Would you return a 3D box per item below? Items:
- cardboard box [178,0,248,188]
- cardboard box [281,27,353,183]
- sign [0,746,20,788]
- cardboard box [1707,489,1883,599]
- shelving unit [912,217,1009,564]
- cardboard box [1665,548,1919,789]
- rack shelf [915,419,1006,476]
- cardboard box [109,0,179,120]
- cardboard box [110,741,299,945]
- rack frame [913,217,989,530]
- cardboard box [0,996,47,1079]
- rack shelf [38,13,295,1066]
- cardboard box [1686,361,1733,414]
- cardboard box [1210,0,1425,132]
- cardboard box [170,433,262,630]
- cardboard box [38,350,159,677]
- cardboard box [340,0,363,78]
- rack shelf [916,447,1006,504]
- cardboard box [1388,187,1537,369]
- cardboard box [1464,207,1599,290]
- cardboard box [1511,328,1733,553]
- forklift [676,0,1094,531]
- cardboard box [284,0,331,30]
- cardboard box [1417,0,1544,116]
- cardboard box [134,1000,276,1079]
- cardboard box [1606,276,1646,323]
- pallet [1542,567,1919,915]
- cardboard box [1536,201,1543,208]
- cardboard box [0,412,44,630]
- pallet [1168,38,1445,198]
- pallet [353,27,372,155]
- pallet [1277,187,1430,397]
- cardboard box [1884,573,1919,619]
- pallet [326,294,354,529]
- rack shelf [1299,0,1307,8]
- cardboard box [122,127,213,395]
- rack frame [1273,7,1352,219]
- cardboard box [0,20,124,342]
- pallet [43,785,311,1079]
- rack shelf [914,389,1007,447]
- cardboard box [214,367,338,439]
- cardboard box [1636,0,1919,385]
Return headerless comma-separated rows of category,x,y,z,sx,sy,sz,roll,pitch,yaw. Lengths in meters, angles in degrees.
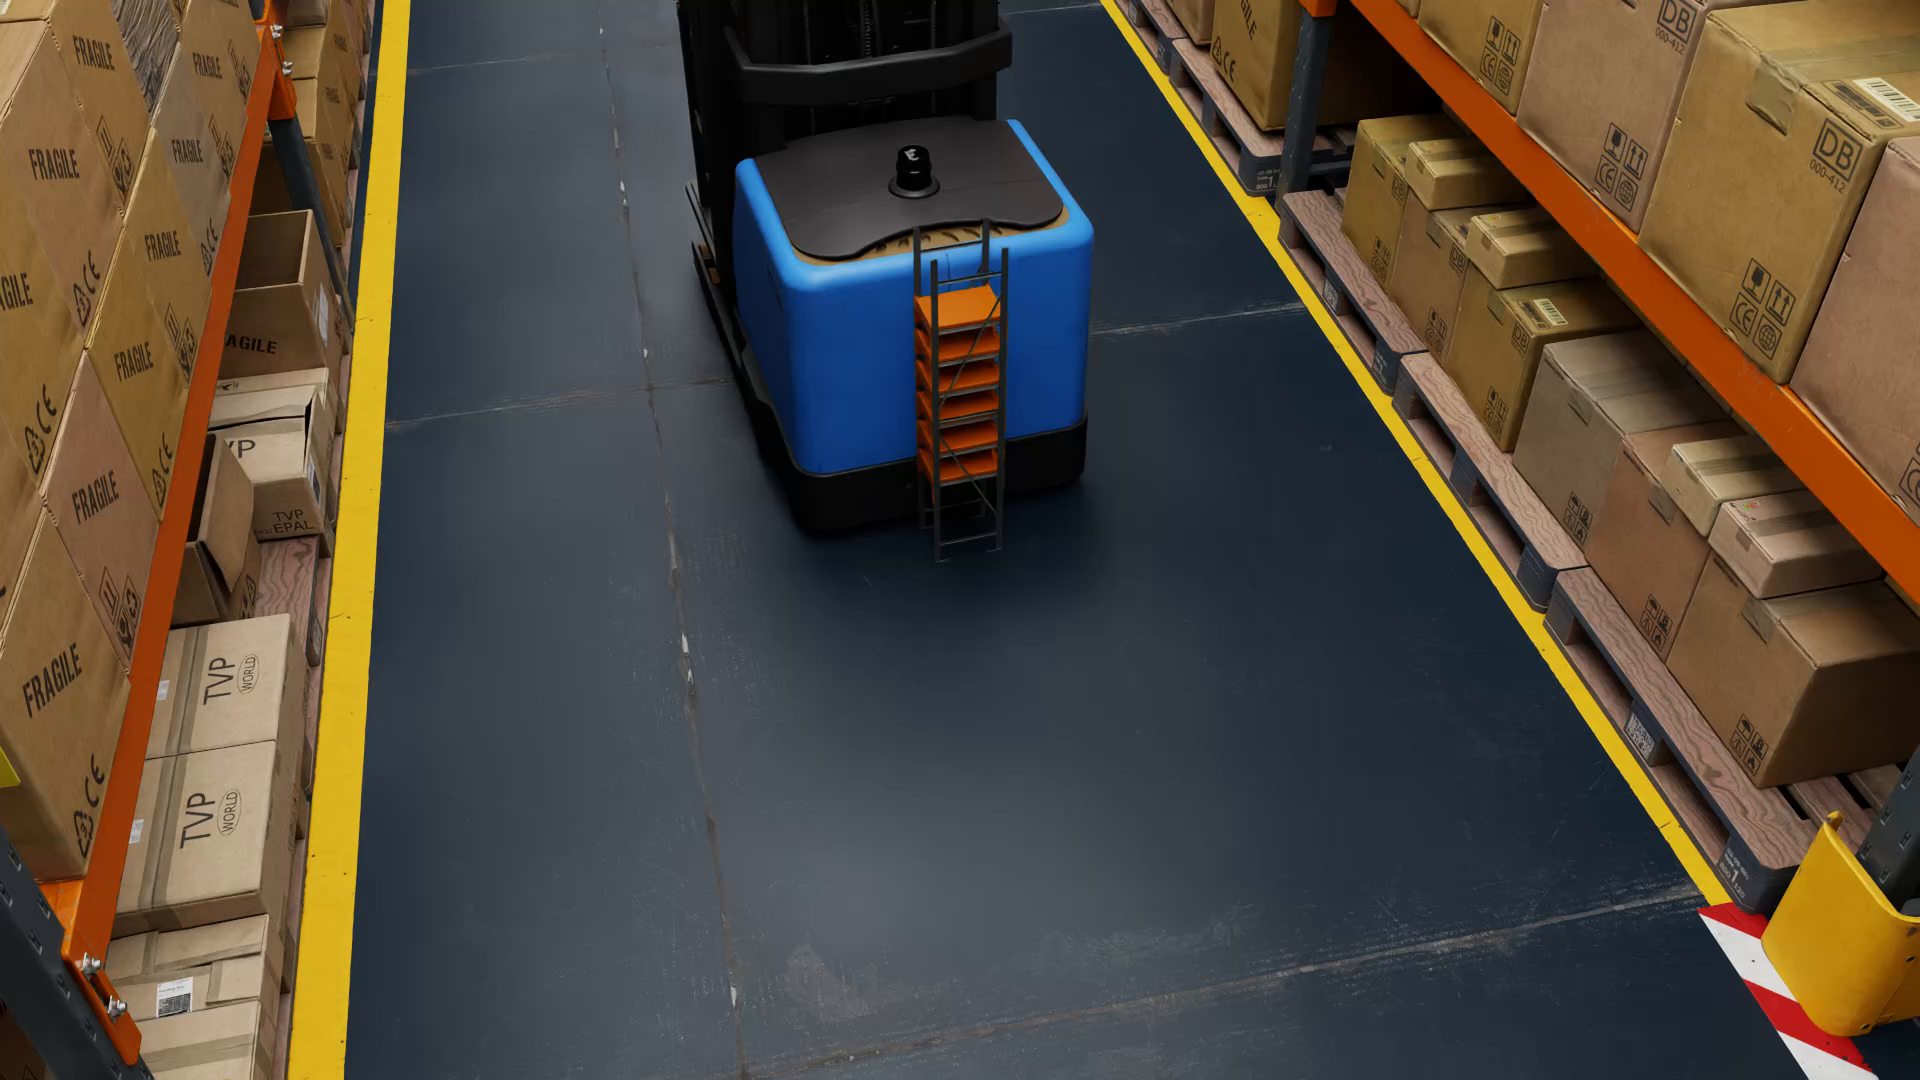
cardboard box,-2.465,-1.334,4.918,0.500,0.500,0.500,-7,42,-8
cardboard box,-2.929,-1.840,7.115,0.500,0.500,0.500,-8,42,-9
sign,-1.543,0.273,2.530,0.100,0.325,0.005,-8,42,-9
cardboard box,2.309,0.001,4.567,0.380,0.149,0.250,-9,42,-10
shelving unit,0.001,-0.450,5.353,0.258,1.200,0.189,-12,43,-13
cardboard box,2.514,0.301,4.718,0.700,0.500,0.500,-8,42,-9
rack shelf,0.001,-0.327,5.462,0.258,0.103,0.180,-12,43,-13
cardboard box,-2.353,-1.380,4.217,0.500,0.500,0.500,-8,42,-9
cardboard box,-2.021,0.821,4.305,0.500,0.250,0.500,-8,42,-9
rack frame,-0.026,-0.508,5.419,0.240,1.200,0.006,-12,43,-13
cardboard box,-2.431,1.128,3.771,0.500,0.500,0.500,-8,42,-9
rack shelf,-2.505,-0.352,4.429,1.077,0.370,4.000,-8,42,-9
cardboard box,2.517,-0.545,5.182,0.380,0.149,0.250,-8,42,-9
cardboard box,1.632,-2.386,7.481,0.750,0.750,0.750,-8,42,-9
cardboard box,-2.526,0.068,4.963,0.797,0.503,0.637,-8,42,-9
cardboard box,-2.028,-0.022,3.439,0.500,0.500,0.500,-9,42,-10
cardboard box,-3.138,-2.493,7.851,0.500,0.500,0.500,-10,43,-11
rack shelf,0.001,-0.237,5.542,0.258,0.103,0.180,-12,43,-13
cardboard box,2.066,-1.027,6.214,0.700,0.500,0.500,-9,42,-10
cardboard box,1.970,-1.009,5.705,0.380,0.149,0.250,-9,42,-11
cardboard box,2.297,-0.349,5.450,0.700,0.500,0.500,-10,42,-11
forklift,-0.481,-2.119,5.929,1.130,2.935,3.031,-12,43,-13
cardboard box,-3.019,-2.425,7.209,0.500,0.250,0.500,-8,42,-9
cardboard box,2.153,-1.914,5.421,0.980,0.700,0.700,-9,42,-10
cardboard box,-1.828,1.256,3.892,0.380,0.149,0.250,-8,42,-9
cardboard box,2.407,-0.875,5.554,0.380,0.149,0.250,-9,42,-10
pallet,2.514,0.498,5.030,1.003,0.211,1.213,-8,42,-9
cardboard box,2.297,-1.206,5.927,0.380,0.149,0.250,-10,42,-11
cardboard box,-1.911,-0.062,2.732,0.500,0.500,0.500,-7,42,-8
pallet,1.659,-2.077,7.930,1.003,0.211,1.213,-8,42,-9
pallet,-3.416,-2.189,8.057,1.003,0.211,1.213,-8,42,-9
pallet,1.987,-1.083,6.811,1.003,0.211,1.213,-8,42,-9
cardboard box,2.737,0.111,4.444,0.380,0.149,0.250,-8,42,-9
pallet,-2.789,-0.430,6.075,1.003,0.211,1.213,-8,42,-9
rack shelf,1.468,-3.658,8.153,1.077,0.370,4.000,-8,42,-9
cardboard box,-2.240,-0.672,4.172,0.500,0.500,0.500,-8,42,-9
rack frame,1.900,-2.630,6.453,1.000,3.000,0.127,-8,42,-9
cardboard box,-2.135,-0.725,3.478,0.500,0.500,0.500,-8,42,-9
pallet,-2.263,1.152,4.293,1.003,0.211,1.213,-8,42,-9
rack shelf,0.001,-0.417,5.383,0.258,0.103,0.180,-12,43,-13
cardboard box,-2.397,-0.453,5.817,0.380,0.149,0.250,-8,42,-9
cardboard box,2.475,-0.949,4.333,0.980,0.700,0.700,-9,42,-10
